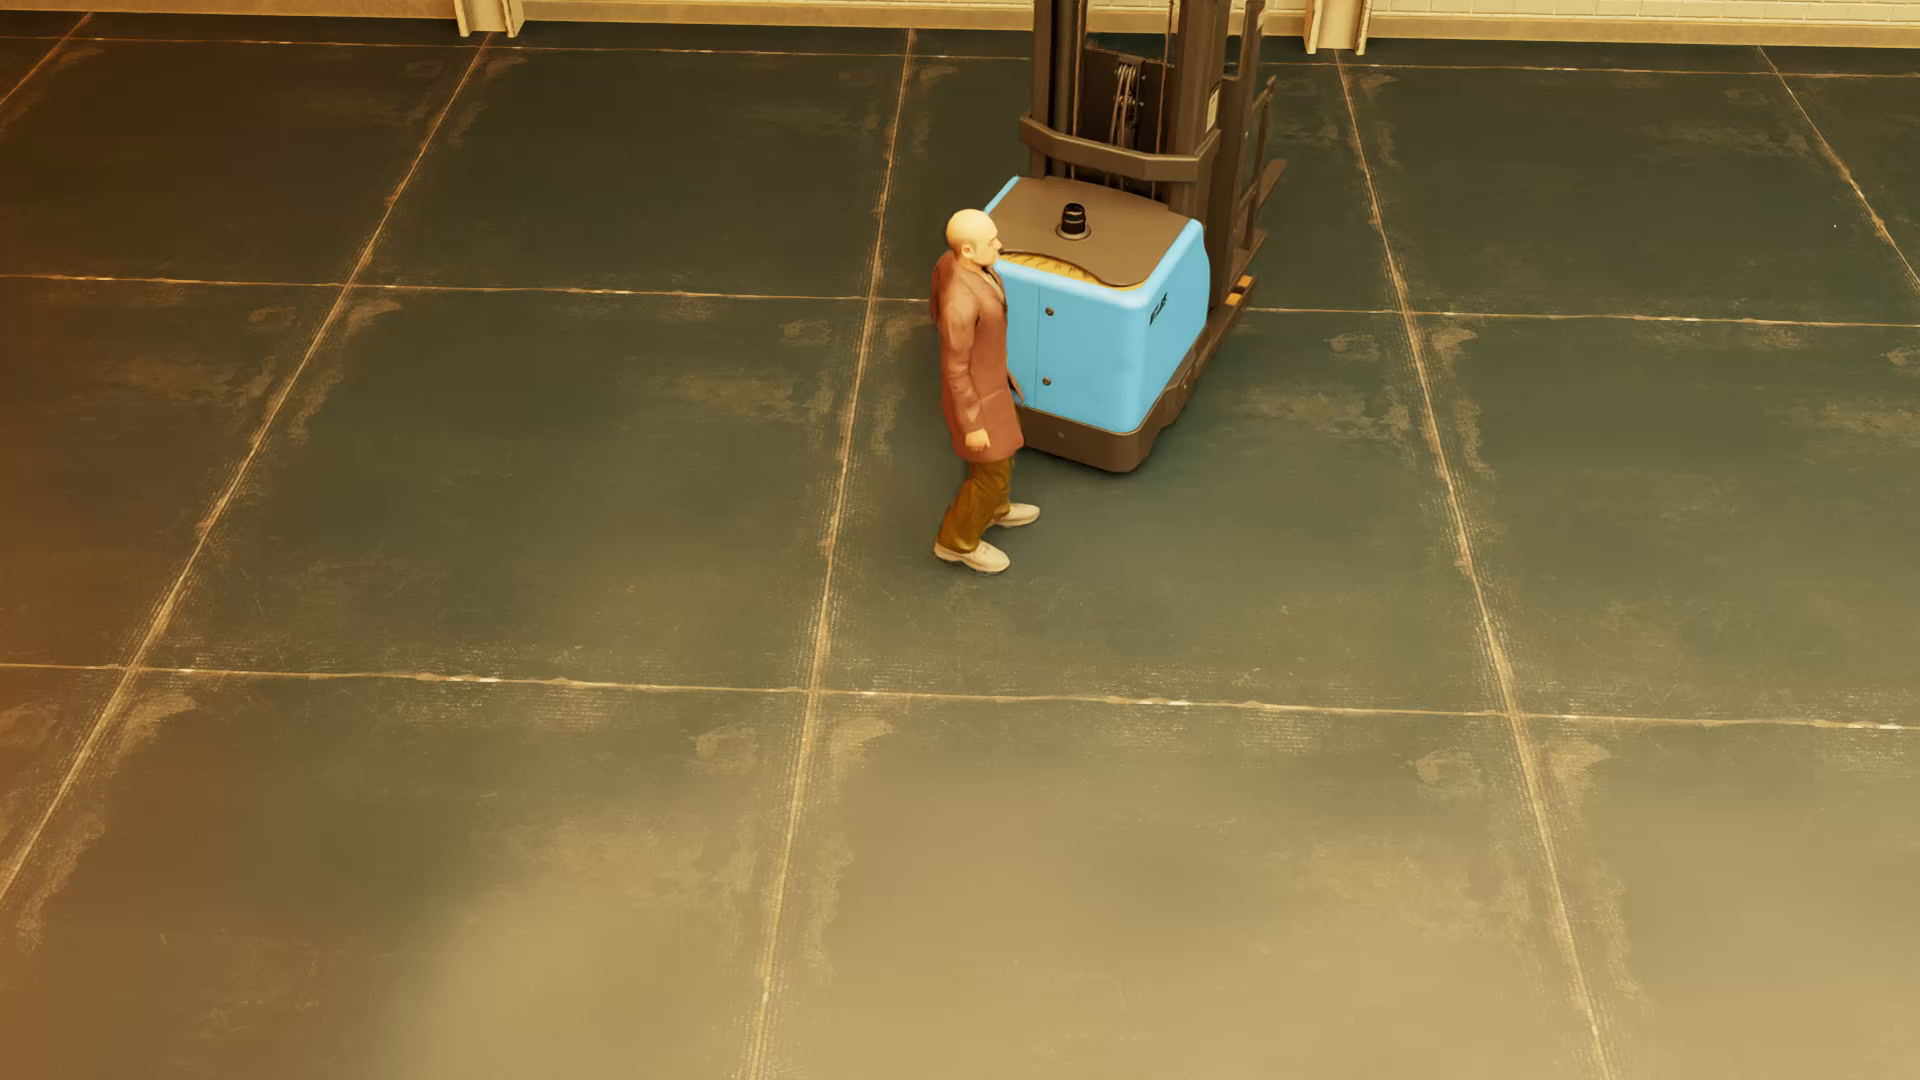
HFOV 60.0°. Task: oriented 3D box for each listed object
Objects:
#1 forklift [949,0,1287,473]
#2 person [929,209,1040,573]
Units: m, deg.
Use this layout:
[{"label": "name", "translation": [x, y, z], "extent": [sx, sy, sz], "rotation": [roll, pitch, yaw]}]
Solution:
[{"label": "forklift", "translation": [1.023, -2.408, 8.380], "extent": [1.130, 2.935, 3.031], "rotation": [18, 45, 19]}, {"label": "person", "translation": [0.128, -0.666, 7.355], "extent": [0.517, 1.754, 0.735], "rotation": [-1, 42, -1]}]
